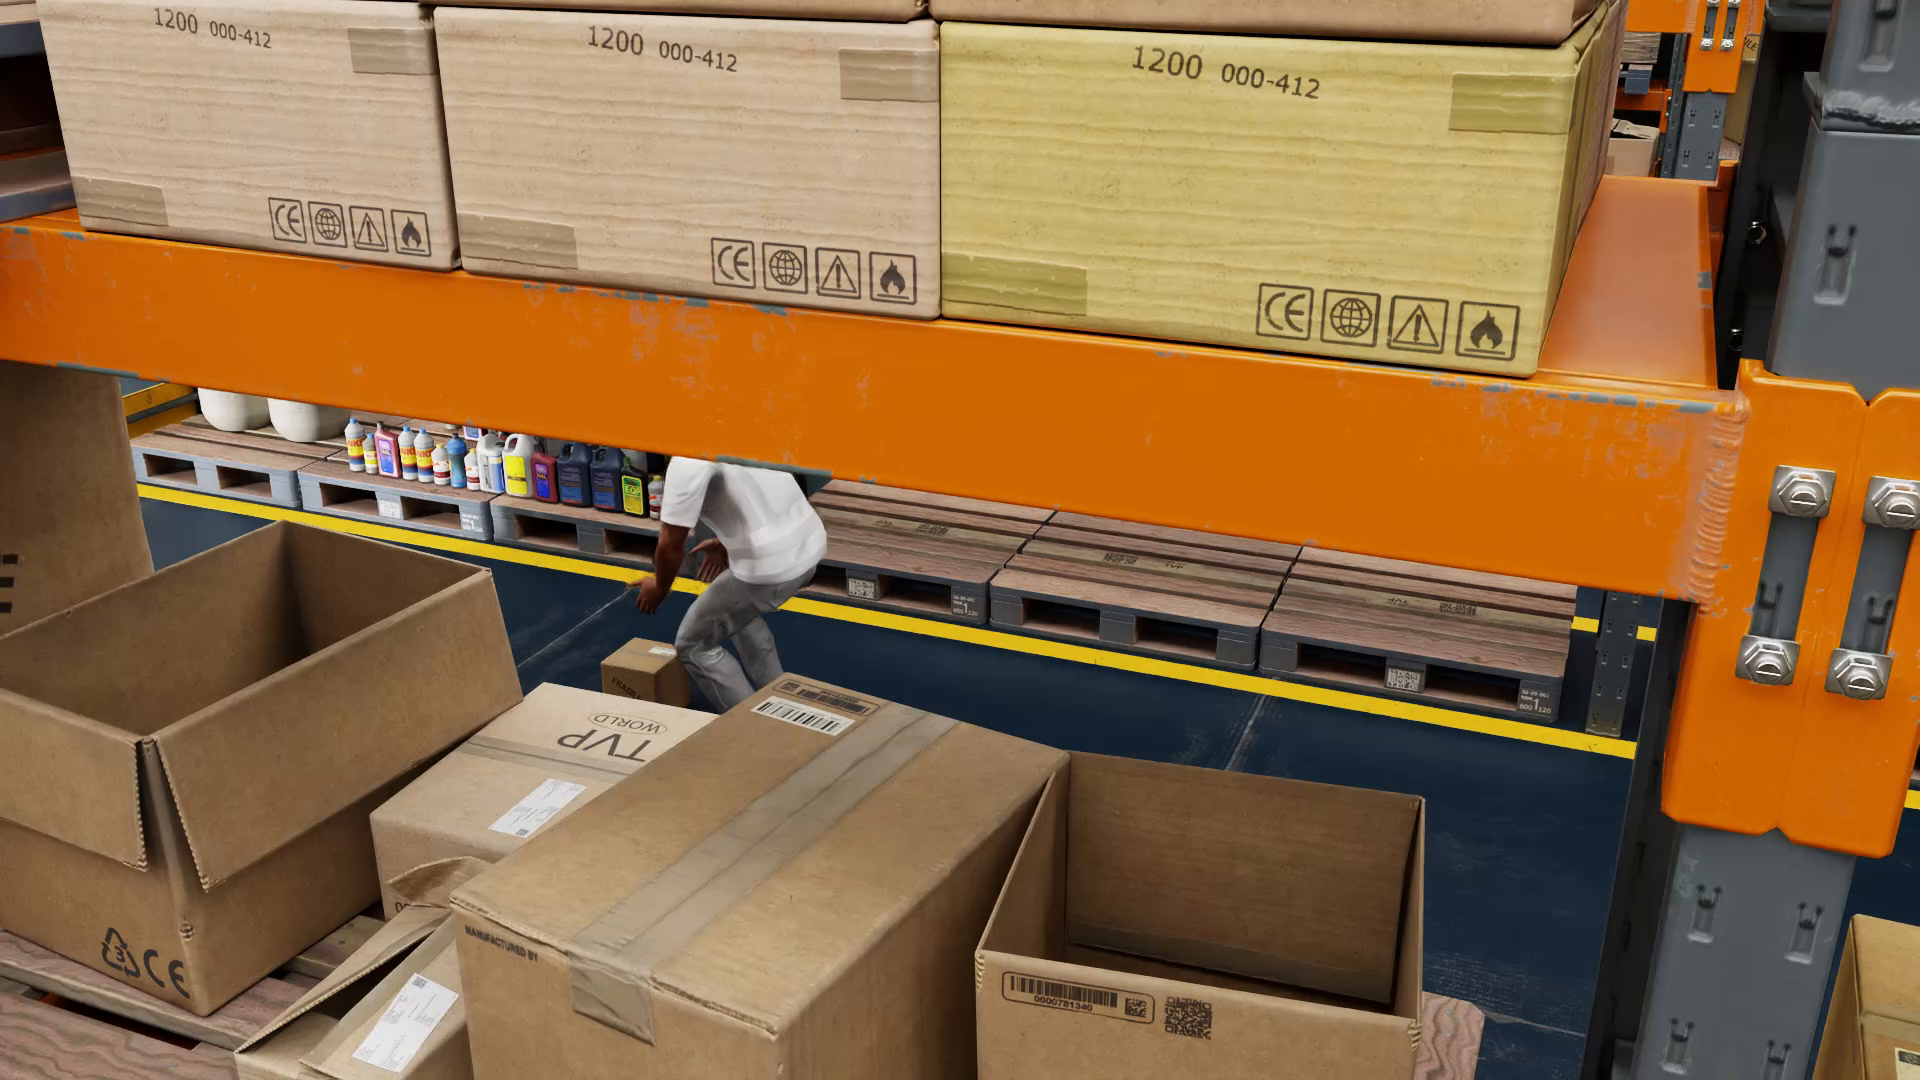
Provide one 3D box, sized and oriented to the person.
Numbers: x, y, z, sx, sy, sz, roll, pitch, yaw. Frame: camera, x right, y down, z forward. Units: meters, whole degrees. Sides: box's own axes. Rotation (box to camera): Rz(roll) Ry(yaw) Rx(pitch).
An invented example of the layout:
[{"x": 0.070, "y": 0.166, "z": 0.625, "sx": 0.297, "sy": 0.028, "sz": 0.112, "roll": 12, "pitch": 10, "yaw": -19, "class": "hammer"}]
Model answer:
[{"x": -0.876, "y": 0.075, "z": 6.241, "sx": 0.708, "sy": 1.490, "sz": 0.628, "roll": 9, "pitch": 24, "yaw": 20, "class": "person"}]
